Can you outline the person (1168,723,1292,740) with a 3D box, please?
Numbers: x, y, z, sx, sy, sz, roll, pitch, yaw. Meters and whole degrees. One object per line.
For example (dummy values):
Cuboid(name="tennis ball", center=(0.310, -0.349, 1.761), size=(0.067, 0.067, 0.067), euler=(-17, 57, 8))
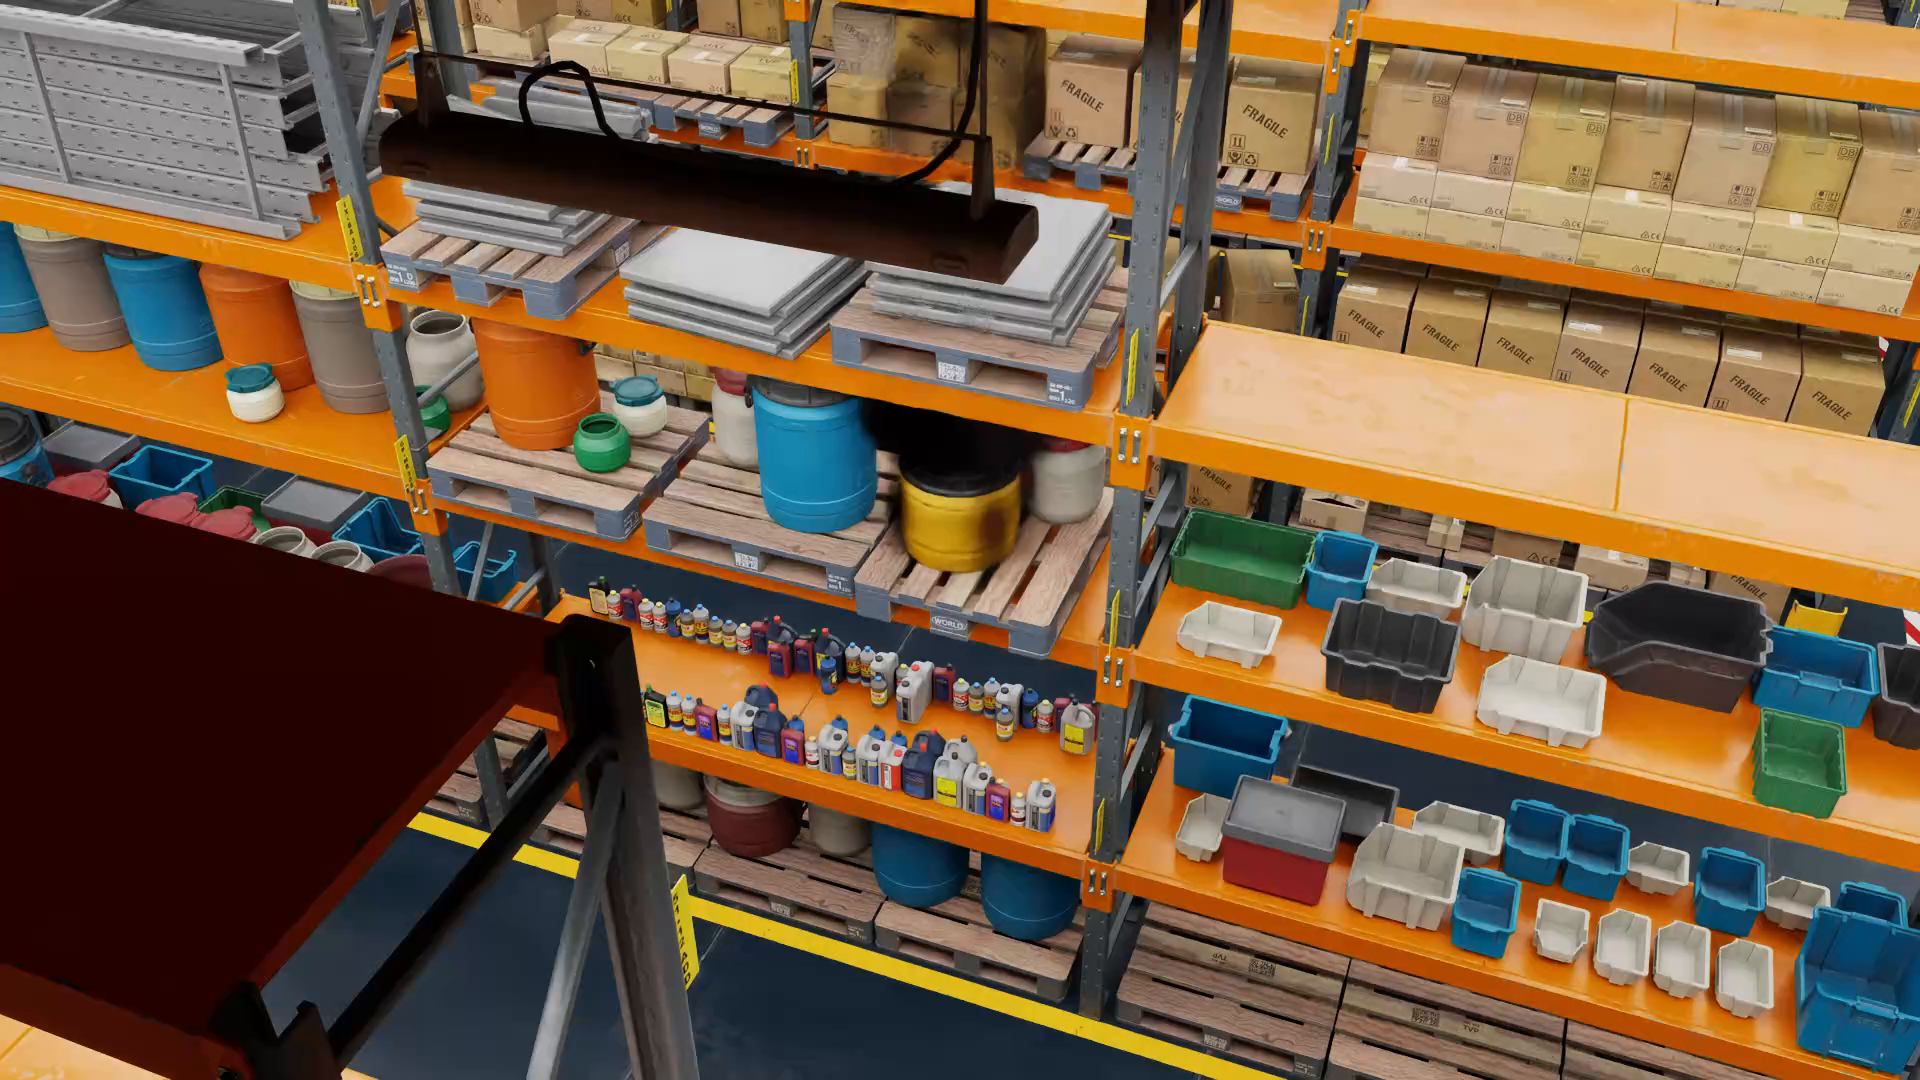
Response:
Cuboid(name="person", center=(1.756, 0.683, 10.560), size=(0.764, 1.719, 0.592), euler=(12, 38, 16))
